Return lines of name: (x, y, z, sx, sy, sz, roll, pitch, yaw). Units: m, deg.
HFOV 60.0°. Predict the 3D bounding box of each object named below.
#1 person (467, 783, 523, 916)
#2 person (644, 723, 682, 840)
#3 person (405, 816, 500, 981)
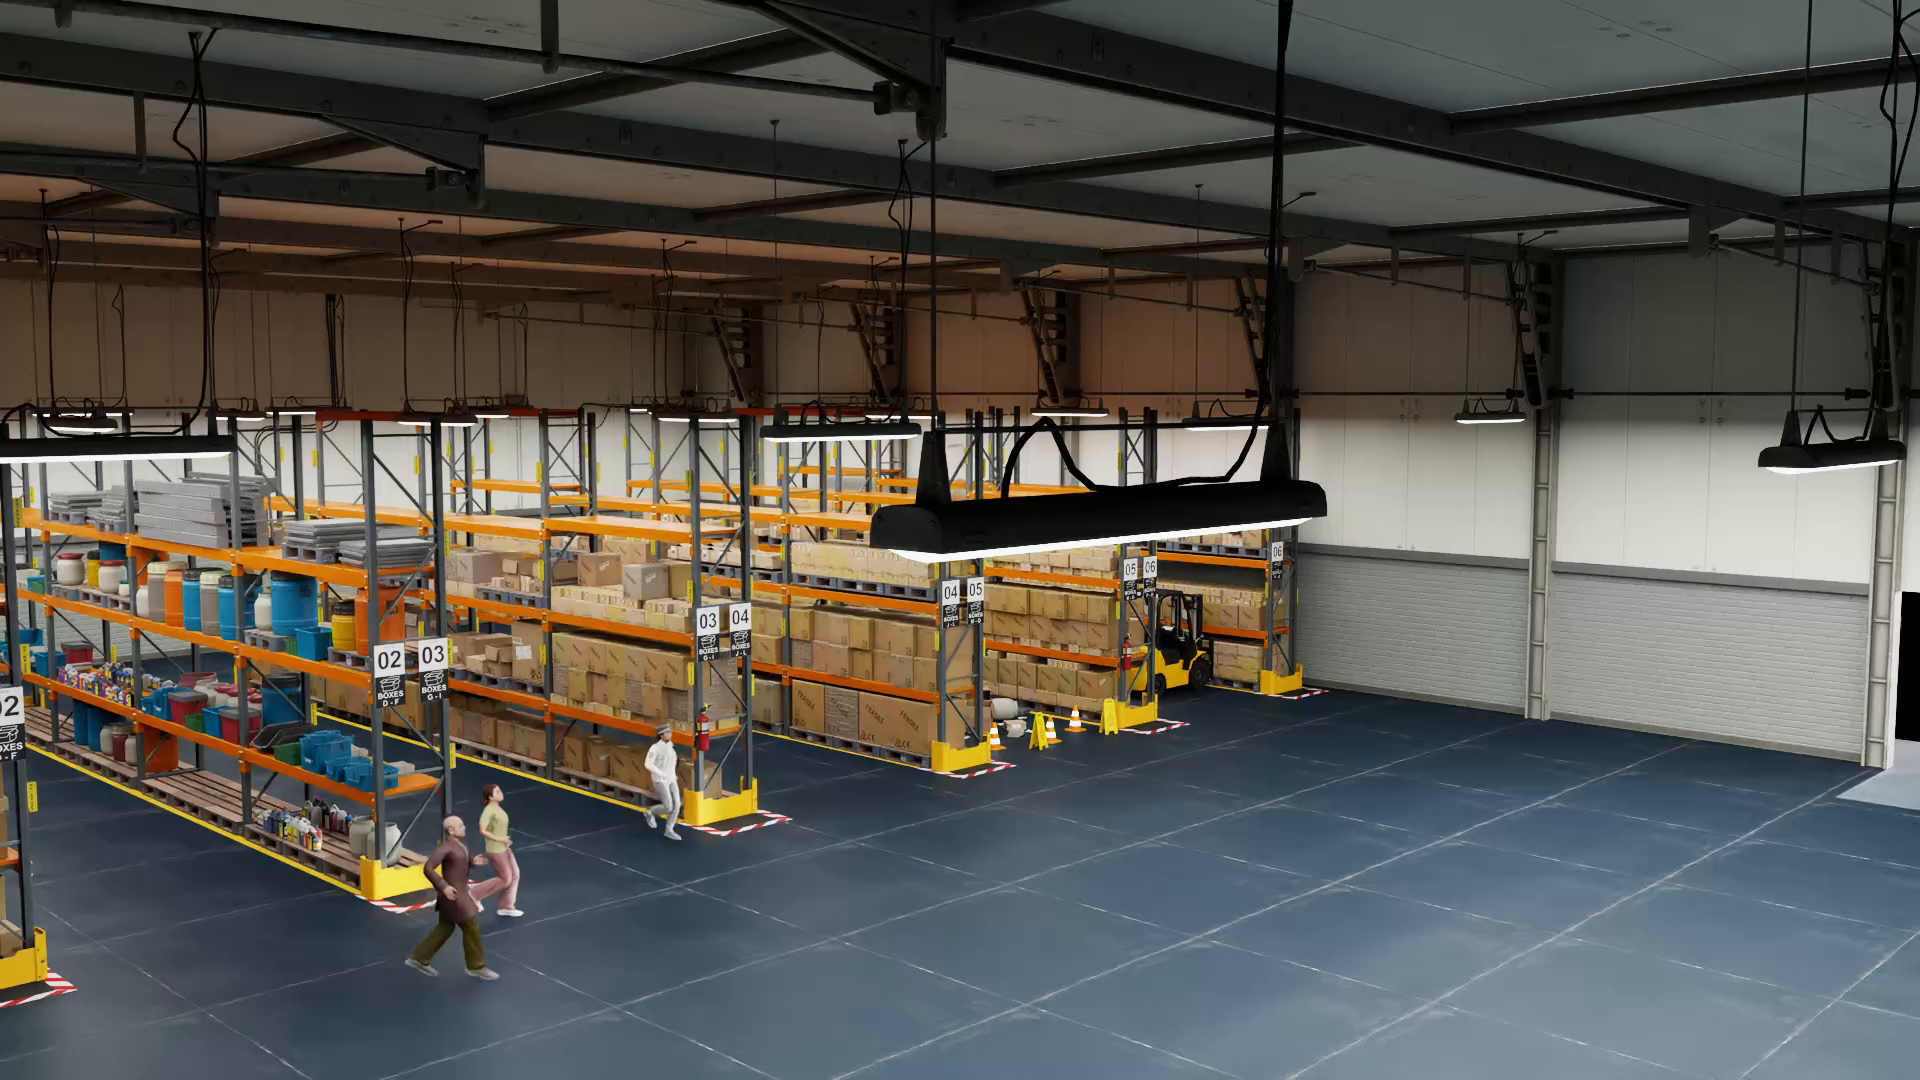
person: (-5.631, 3.751, 20.069, 0.664, 1.645, 0.595, 0, 5, -4)
person: (-4.236, 3.421, 23.678, 0.611, 1.675, 0.657, 3, 6, 29)
person: (-5.477, 3.855, 17.889, 0.979, 1.815, 0.680, -1, 5, -16)
